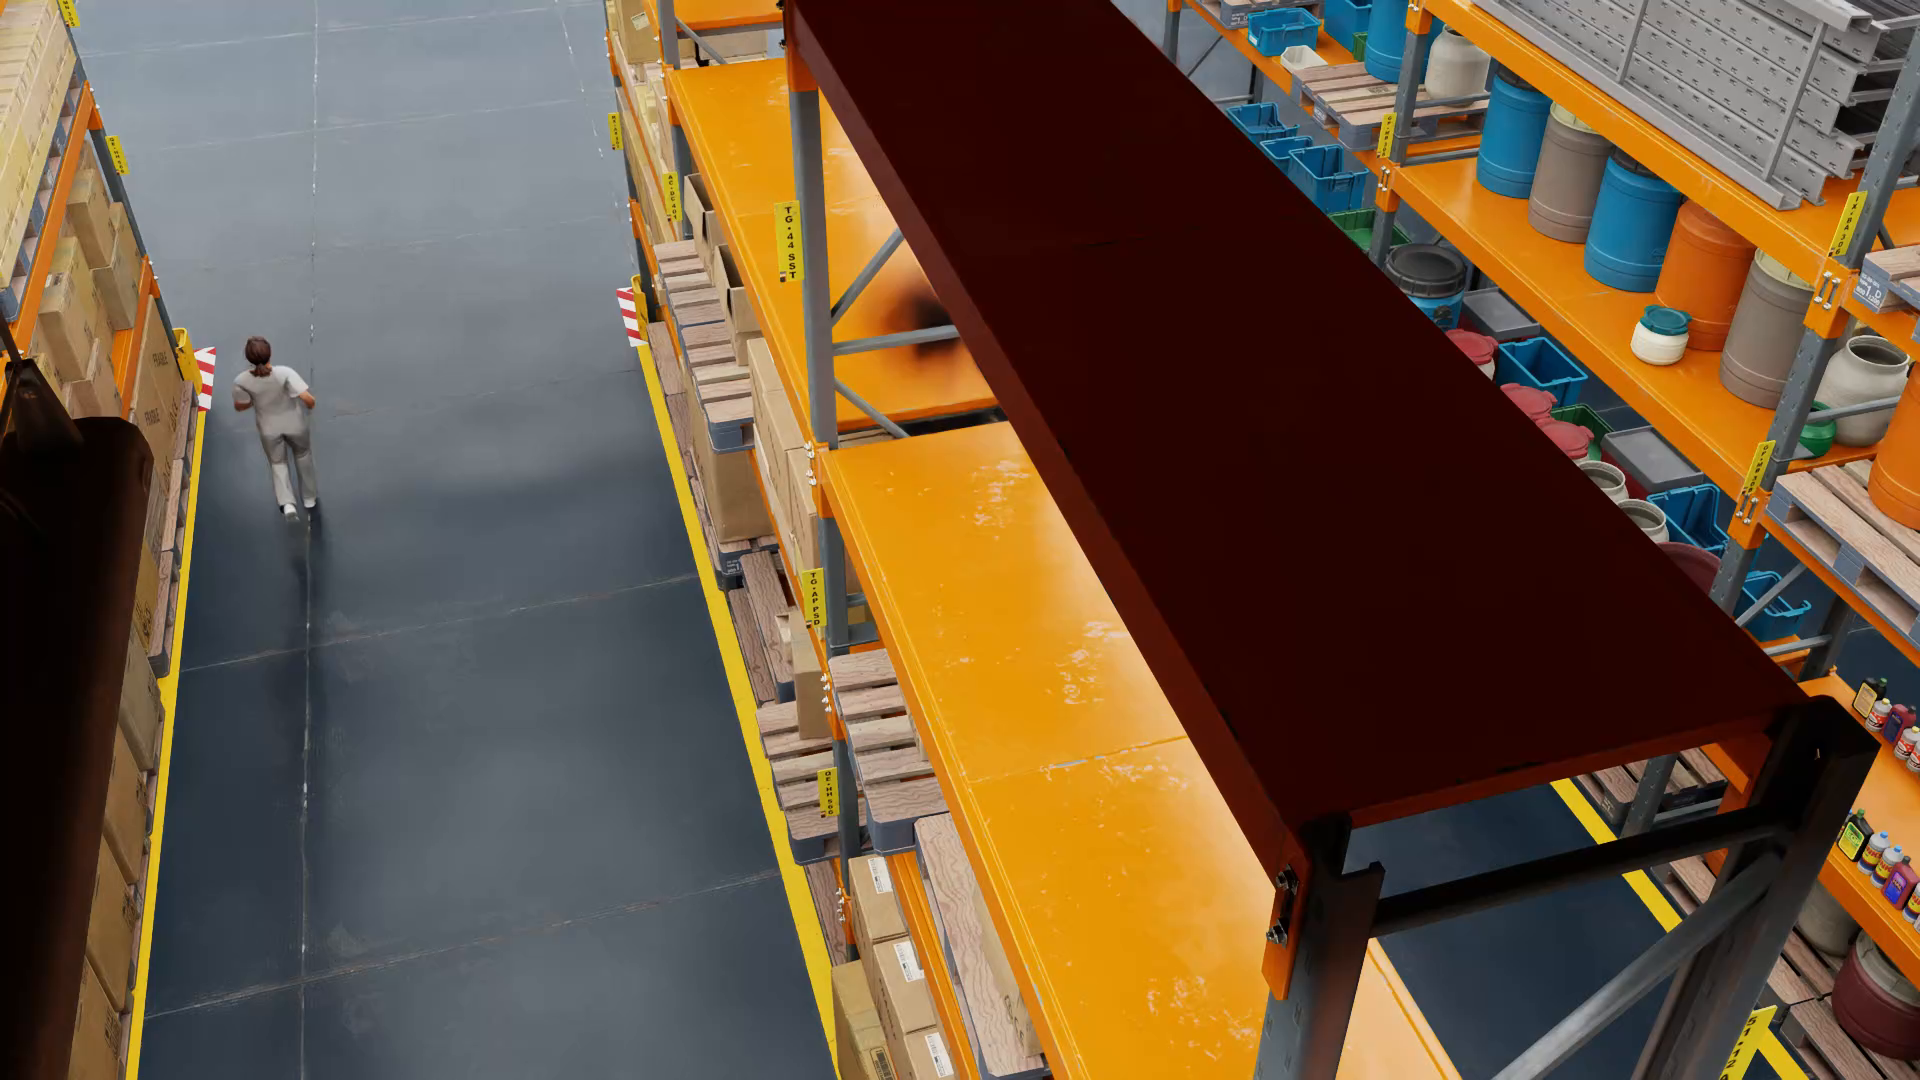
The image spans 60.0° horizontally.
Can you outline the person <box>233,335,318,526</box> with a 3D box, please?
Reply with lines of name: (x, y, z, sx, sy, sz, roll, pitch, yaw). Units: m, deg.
person: (-5.108, -0.835, 12.562, 0.575, 1.634, 0.793, -11, 40, -13)
